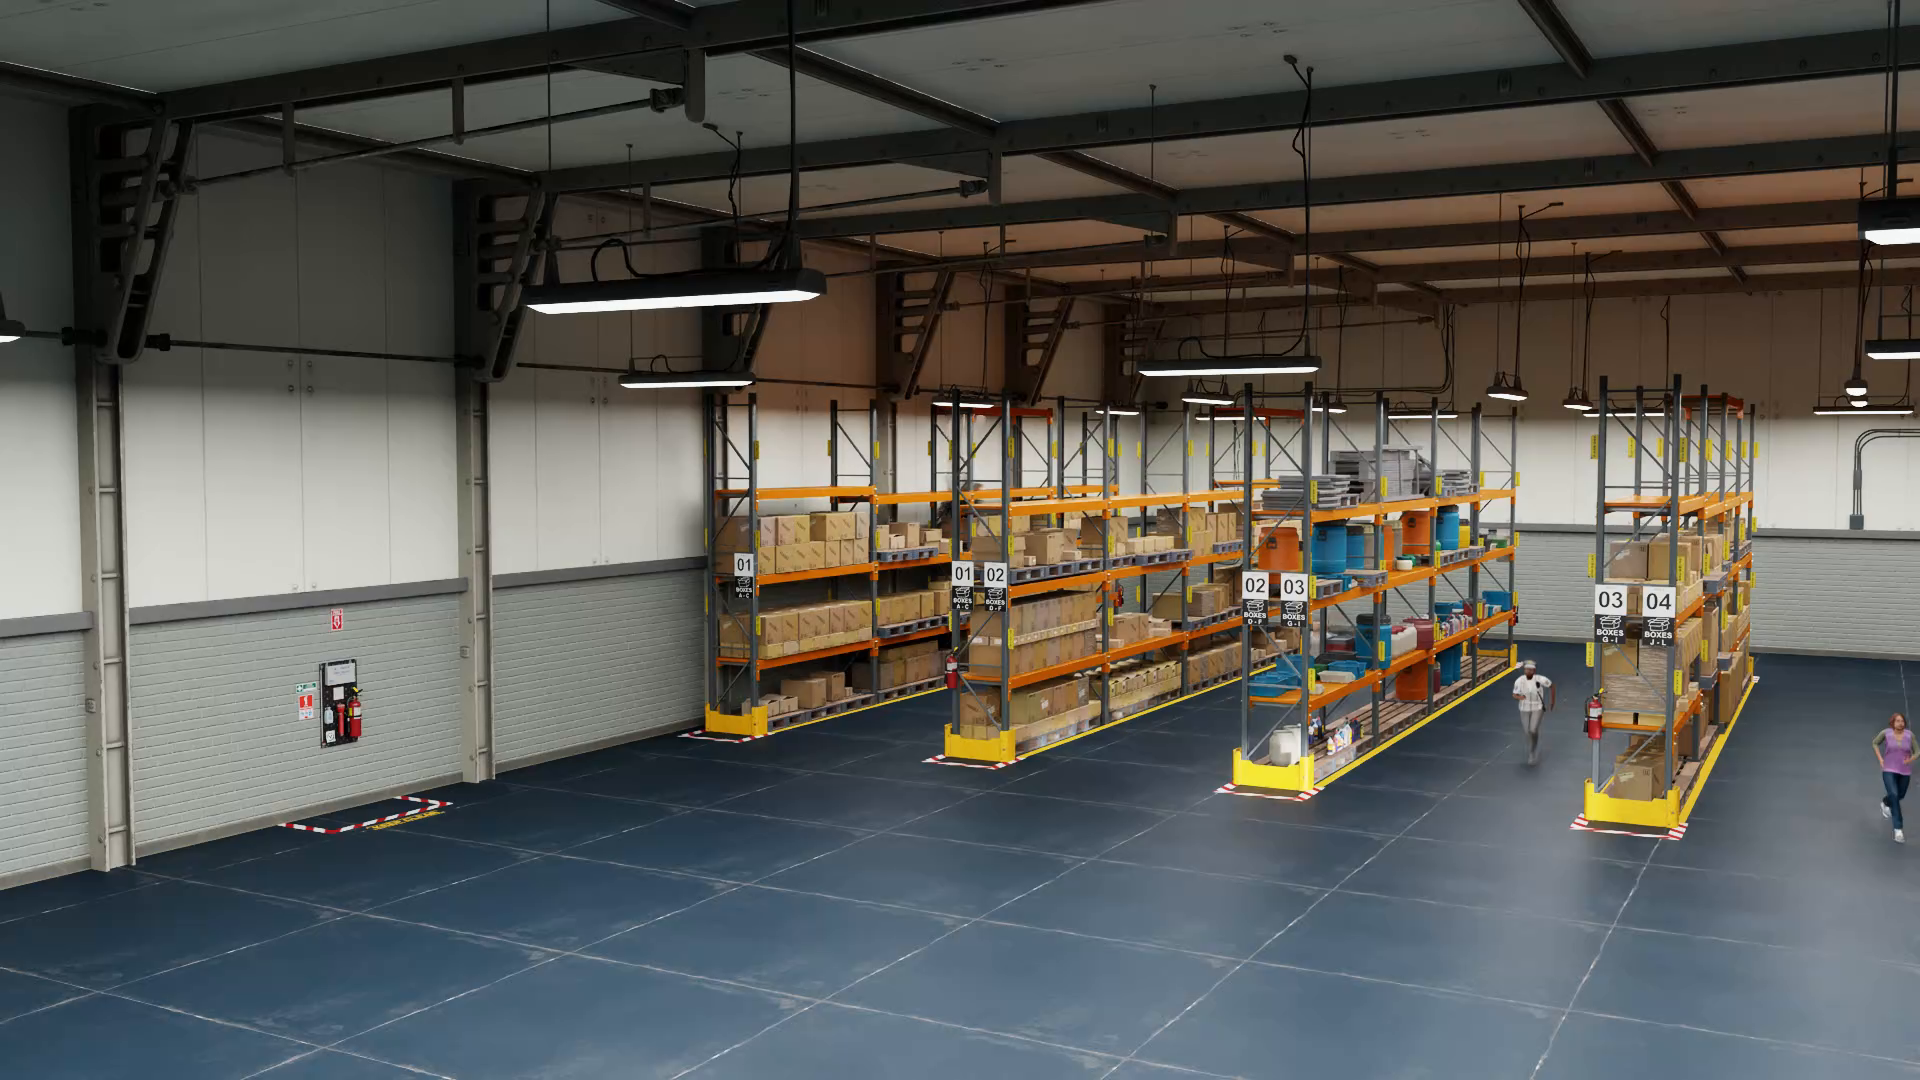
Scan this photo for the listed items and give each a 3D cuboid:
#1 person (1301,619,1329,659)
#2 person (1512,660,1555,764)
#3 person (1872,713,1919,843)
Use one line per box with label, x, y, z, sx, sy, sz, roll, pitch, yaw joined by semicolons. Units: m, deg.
person;7.007;2.388;32.788;0.518;1.696;0.887;2;4;29
person;9.112;2.728;26.452;0.605;1.658;0.788;2;3;28
person;12.205;3.040;21.666;0.506;1.604;1.025;1;3;11
